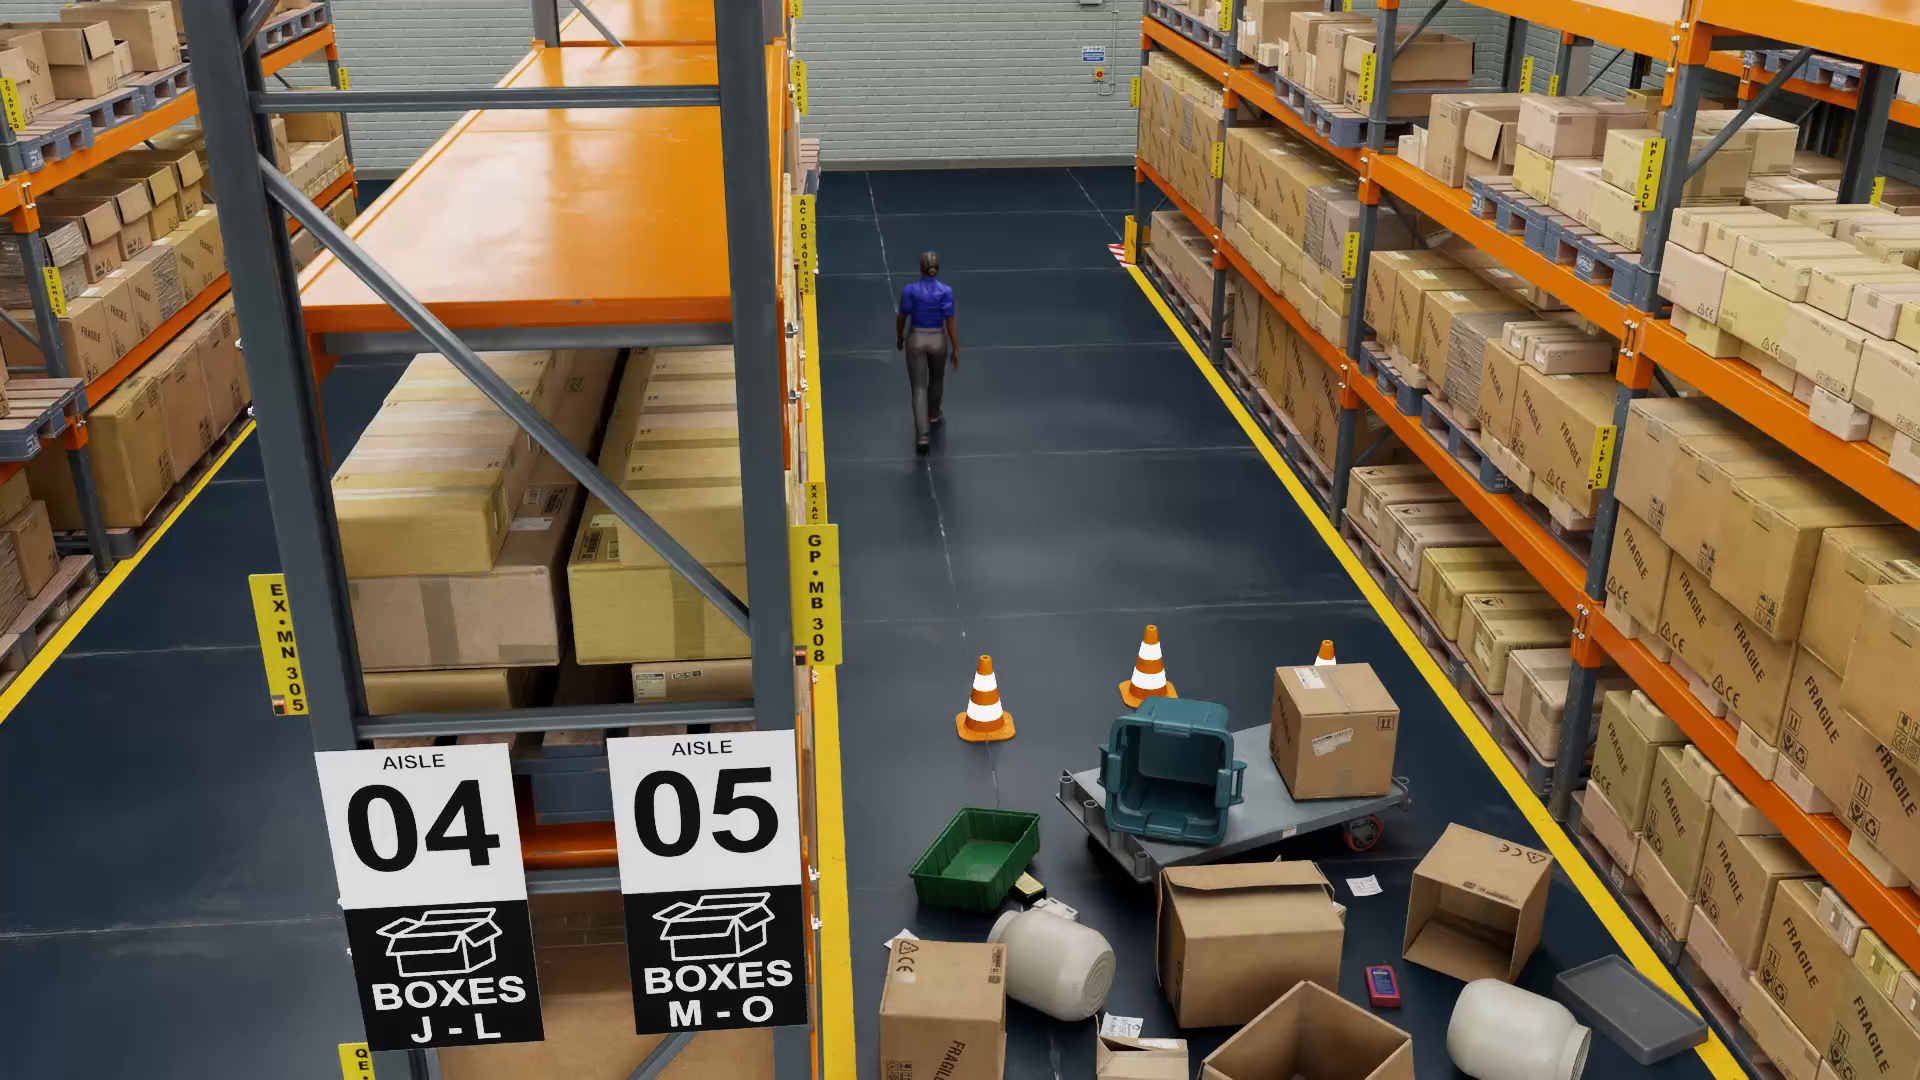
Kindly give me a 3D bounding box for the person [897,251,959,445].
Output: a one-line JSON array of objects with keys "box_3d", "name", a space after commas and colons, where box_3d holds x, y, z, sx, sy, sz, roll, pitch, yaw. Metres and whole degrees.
[{"box_3d": [-0.282, -1.671, 14.074, 0.500, 1.598, 0.996, -3, 24, -7], "name": "person"}]
